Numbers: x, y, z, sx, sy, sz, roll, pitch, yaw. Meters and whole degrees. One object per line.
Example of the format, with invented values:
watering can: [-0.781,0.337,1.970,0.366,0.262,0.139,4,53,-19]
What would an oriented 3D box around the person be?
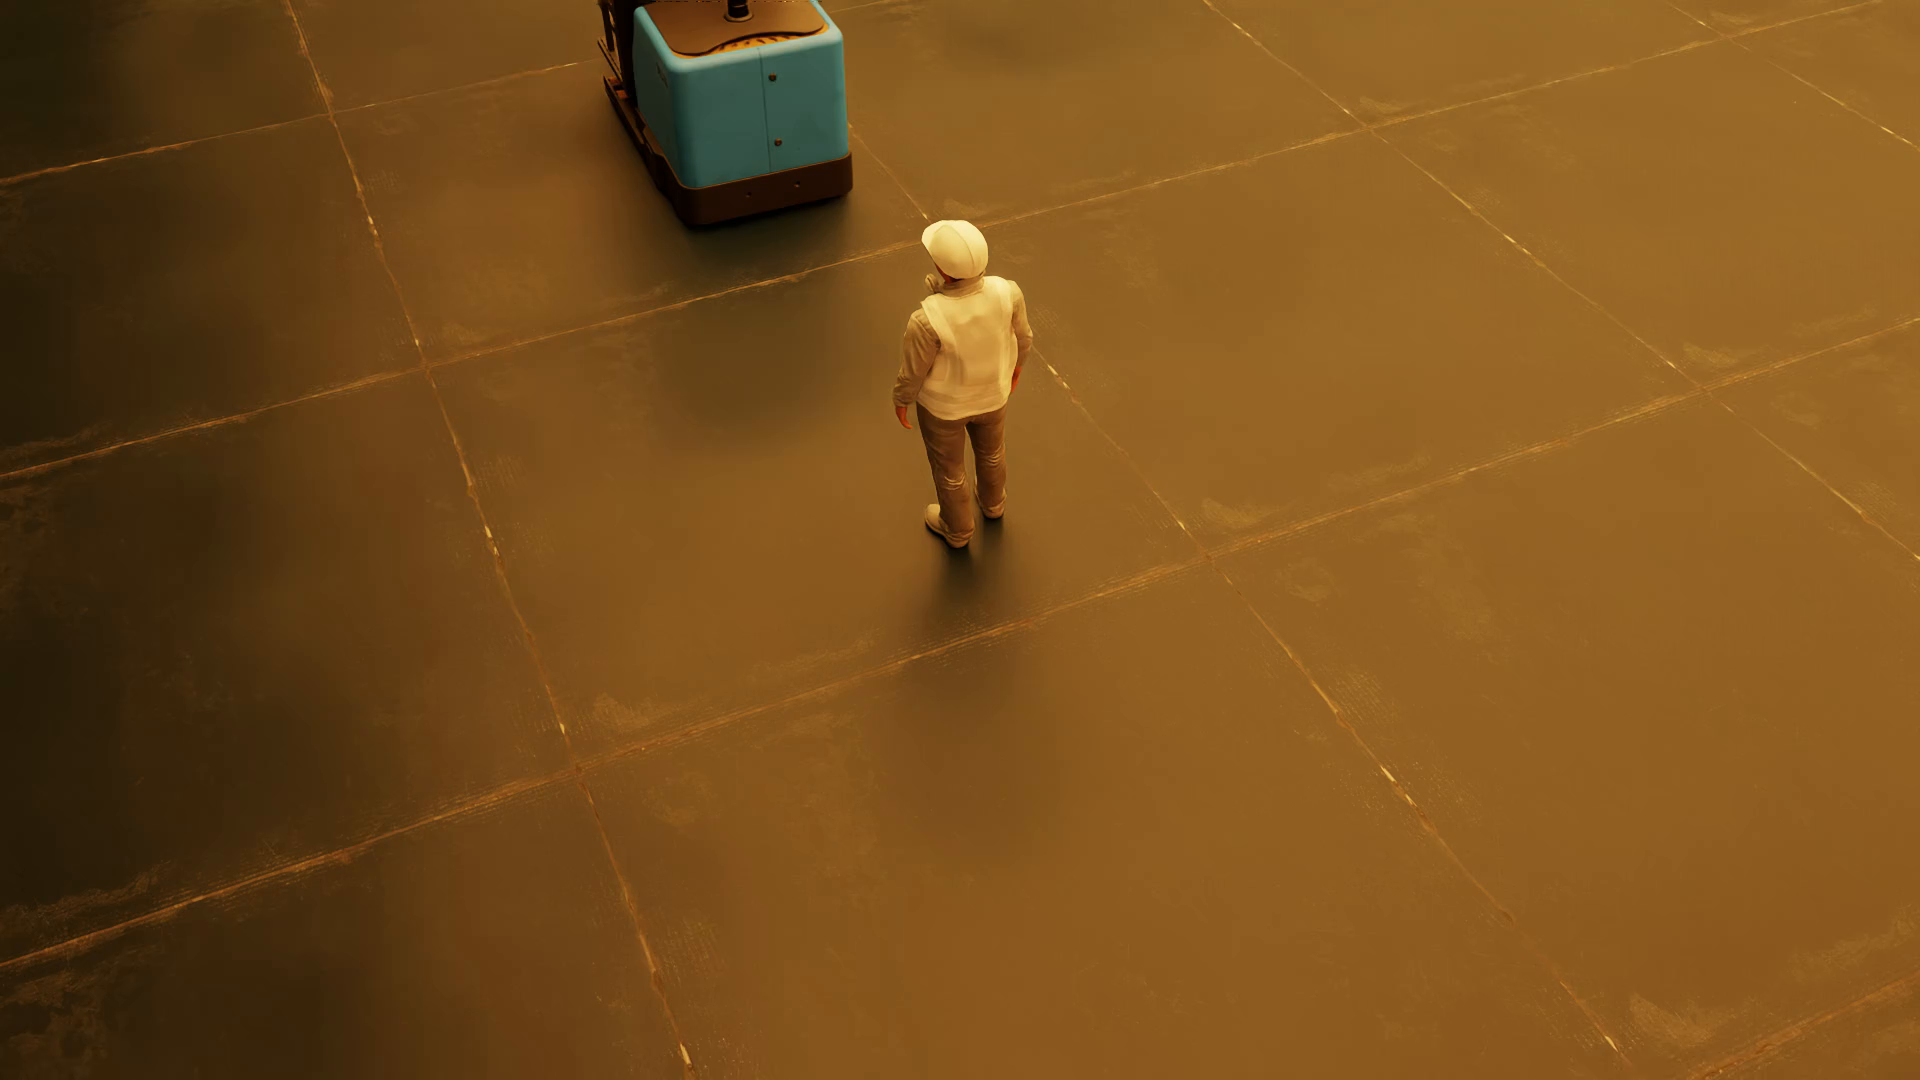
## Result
person: [-0.018,-0.695,7.262,0.632,1.773,0.568,-18,46,-18]

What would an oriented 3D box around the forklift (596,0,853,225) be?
forklift: [-1.680,-3.921,9.881,1.130,2.935,3.031,-16,45,-16]
